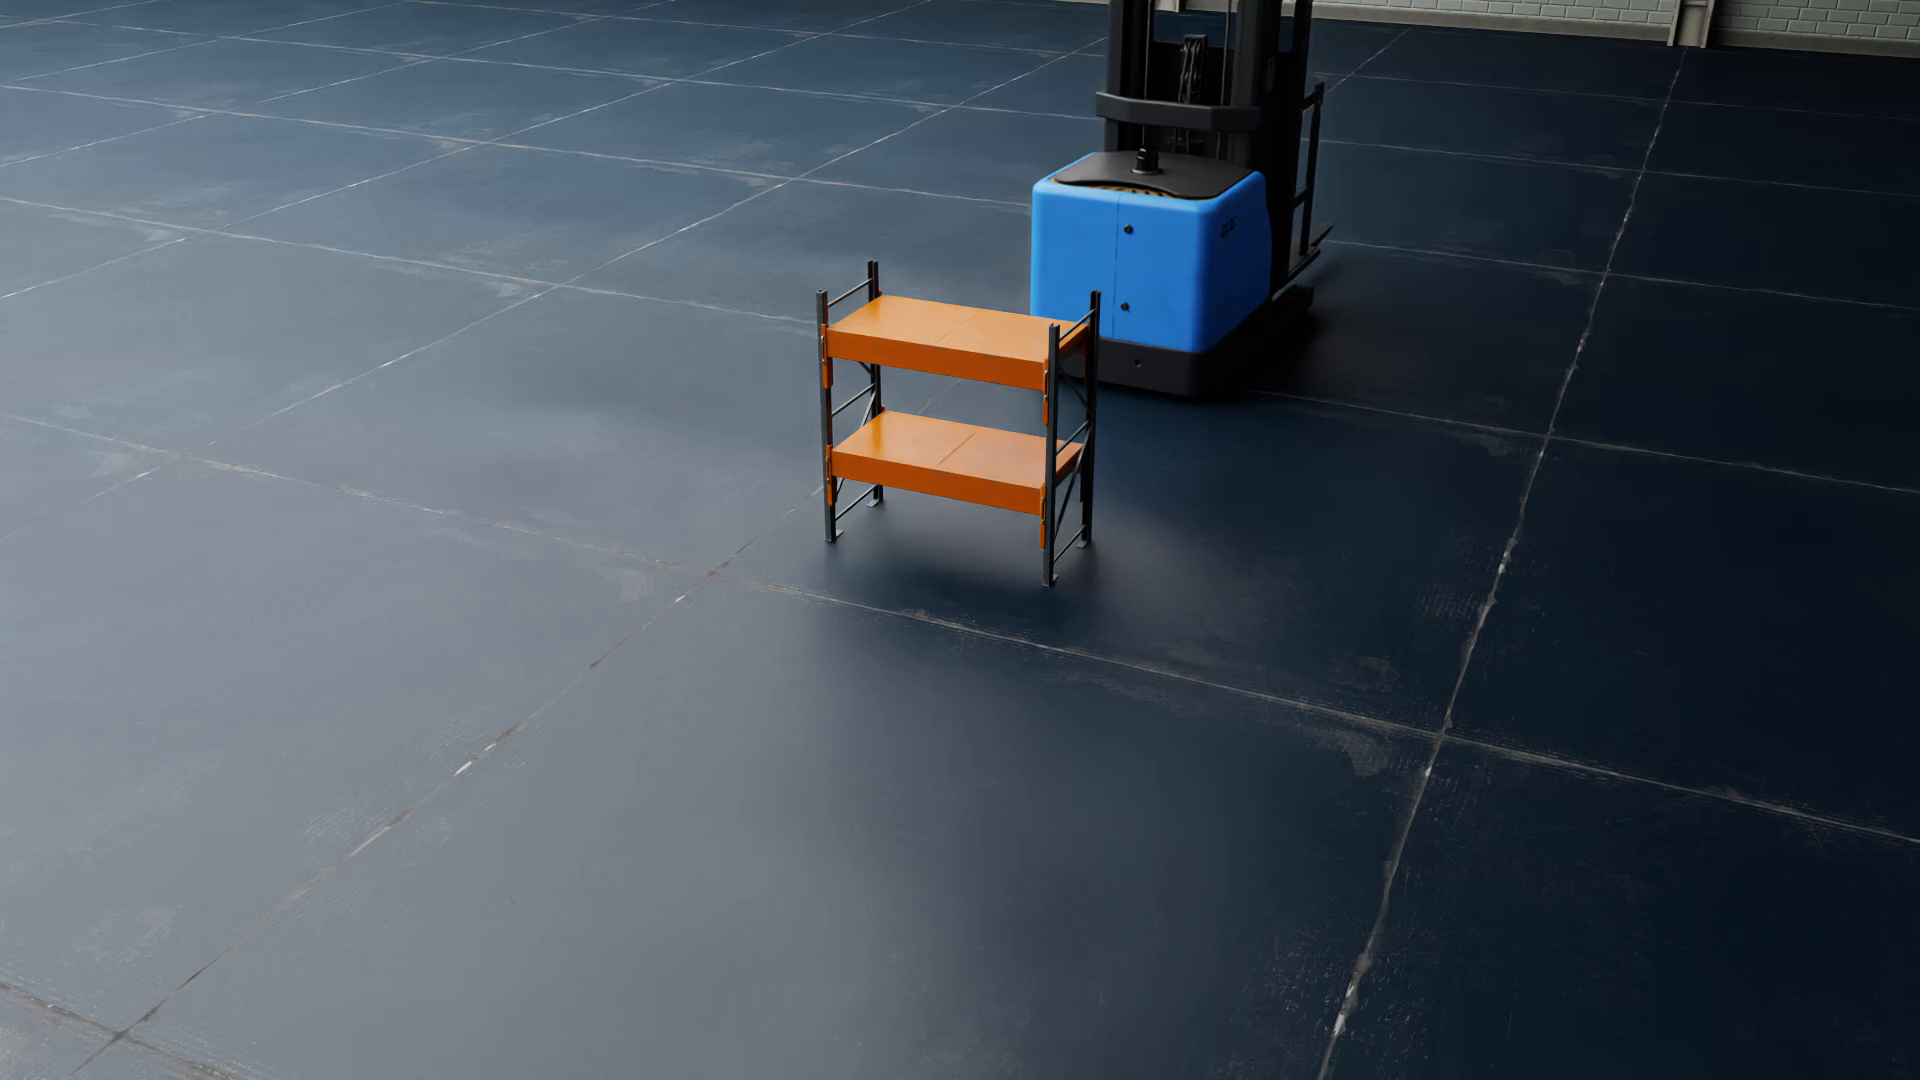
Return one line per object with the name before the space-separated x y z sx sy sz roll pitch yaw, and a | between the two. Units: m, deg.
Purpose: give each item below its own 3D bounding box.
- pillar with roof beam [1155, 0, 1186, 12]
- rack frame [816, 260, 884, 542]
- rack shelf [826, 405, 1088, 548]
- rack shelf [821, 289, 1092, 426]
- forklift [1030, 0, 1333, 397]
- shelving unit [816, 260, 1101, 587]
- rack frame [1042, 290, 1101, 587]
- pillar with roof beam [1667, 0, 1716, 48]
pillar with roof beam | 0.789 -8.875 15.088 0.400 9.000 9.100 11 28 22
rack frame | -0.469 -0.599 7.193 0.032 1.125 0.500 11 28 22
rack shelf | -0.006 -0.287 7.112 1.000 0.278 0.538 11 28 22
rack shelf | -0.006 -0.768 6.875 1.000 0.278 0.538 11 28 22
forklift | 1.476 -2.675 9.364 1.130 2.935 3.031 13 29 24
shelving unit | -0.006 -0.506 7.004 1.048 1.125 0.538 11 28 22
rack frame | 0.457 -0.413 6.815 0.032 1.125 0.500 11 28 22
pillar with roof beam | 6.251 -7.778 12.860 0.400 9.000 9.100 11 28 22
